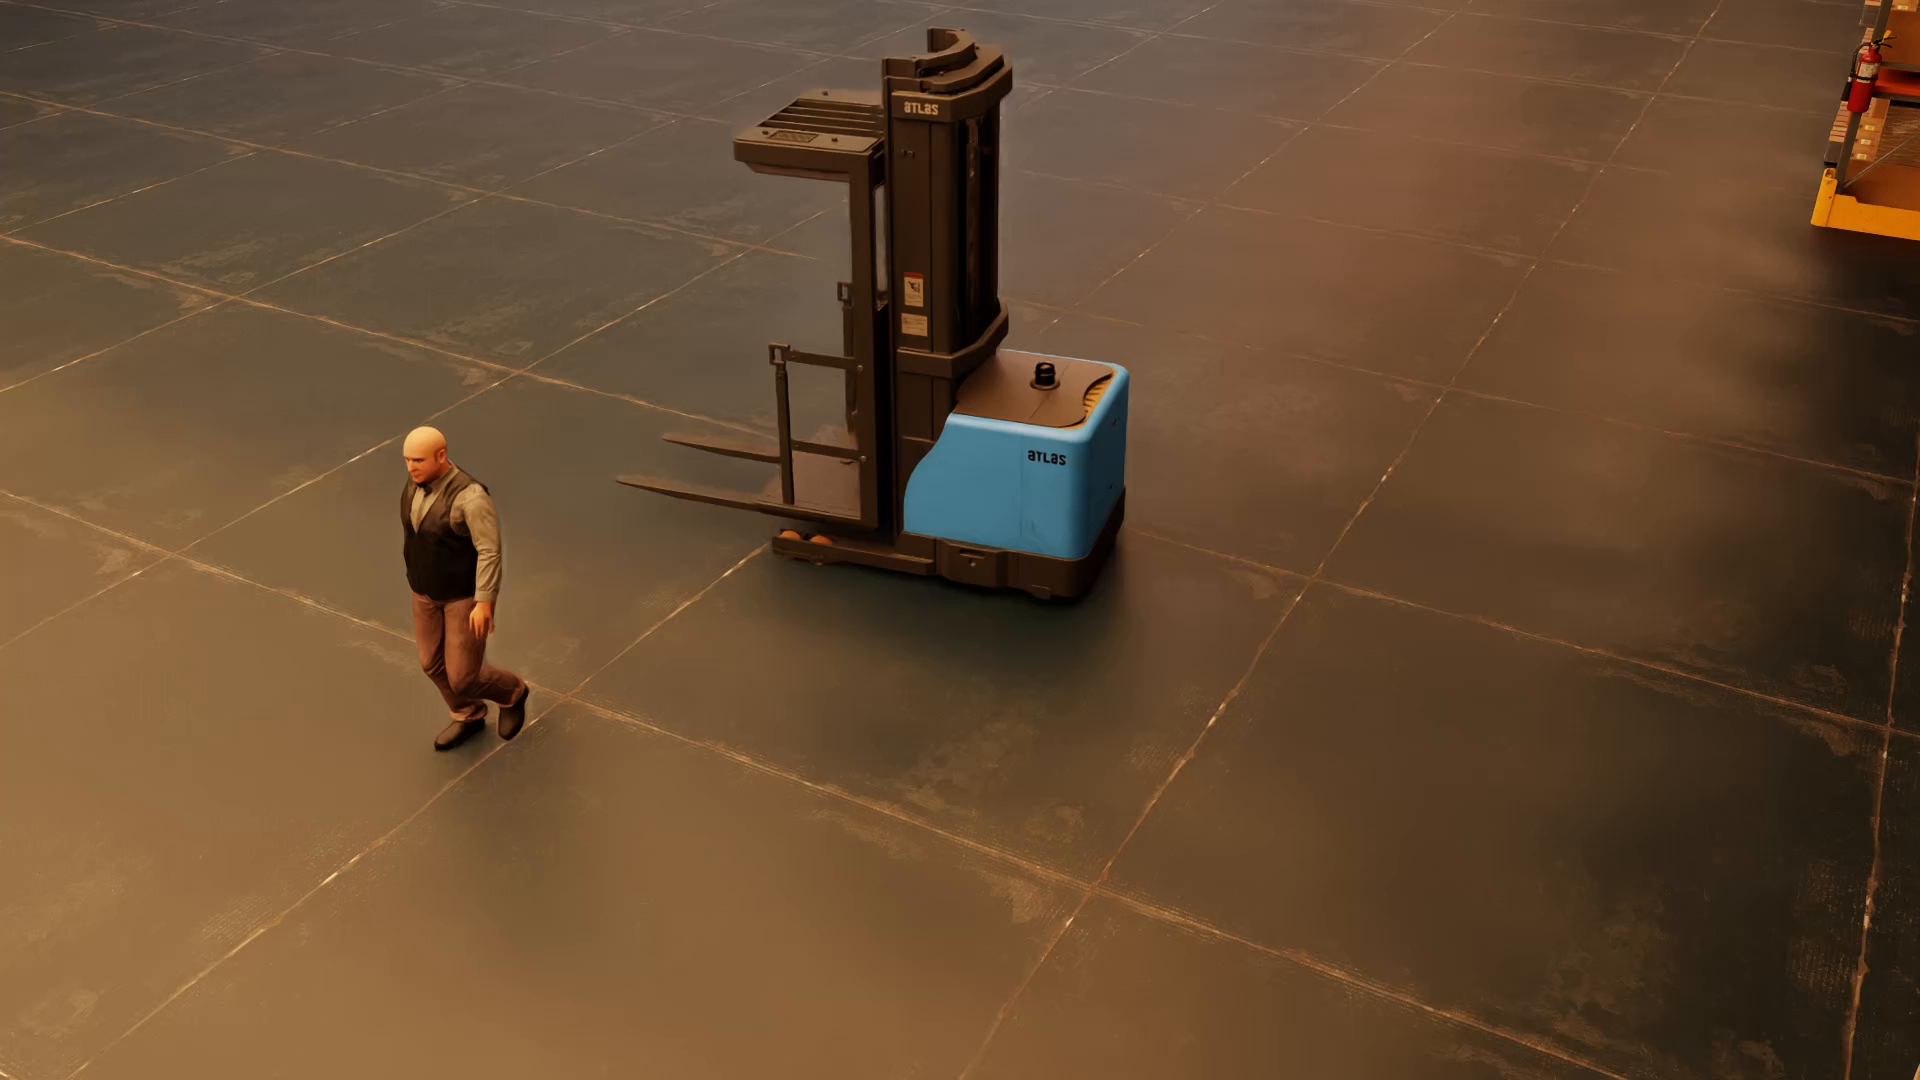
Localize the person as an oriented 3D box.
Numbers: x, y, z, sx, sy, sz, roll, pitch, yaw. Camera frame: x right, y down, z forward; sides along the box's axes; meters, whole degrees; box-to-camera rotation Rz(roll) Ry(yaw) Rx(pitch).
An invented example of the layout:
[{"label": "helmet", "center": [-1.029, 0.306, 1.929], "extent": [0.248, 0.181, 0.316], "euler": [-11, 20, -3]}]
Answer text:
[{"label": "person", "center": [-2.408, 0.247, 7.876], "extent": [0.699, 1.698, 0.473], "euler": [16, 34, 26]}]

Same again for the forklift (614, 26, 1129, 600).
[{"label": "forklift", "center": [-0.584, -1.363, 9.432], "extent": [3.031, 2.935, 1.130], "euler": [10, 31, 16]}]
